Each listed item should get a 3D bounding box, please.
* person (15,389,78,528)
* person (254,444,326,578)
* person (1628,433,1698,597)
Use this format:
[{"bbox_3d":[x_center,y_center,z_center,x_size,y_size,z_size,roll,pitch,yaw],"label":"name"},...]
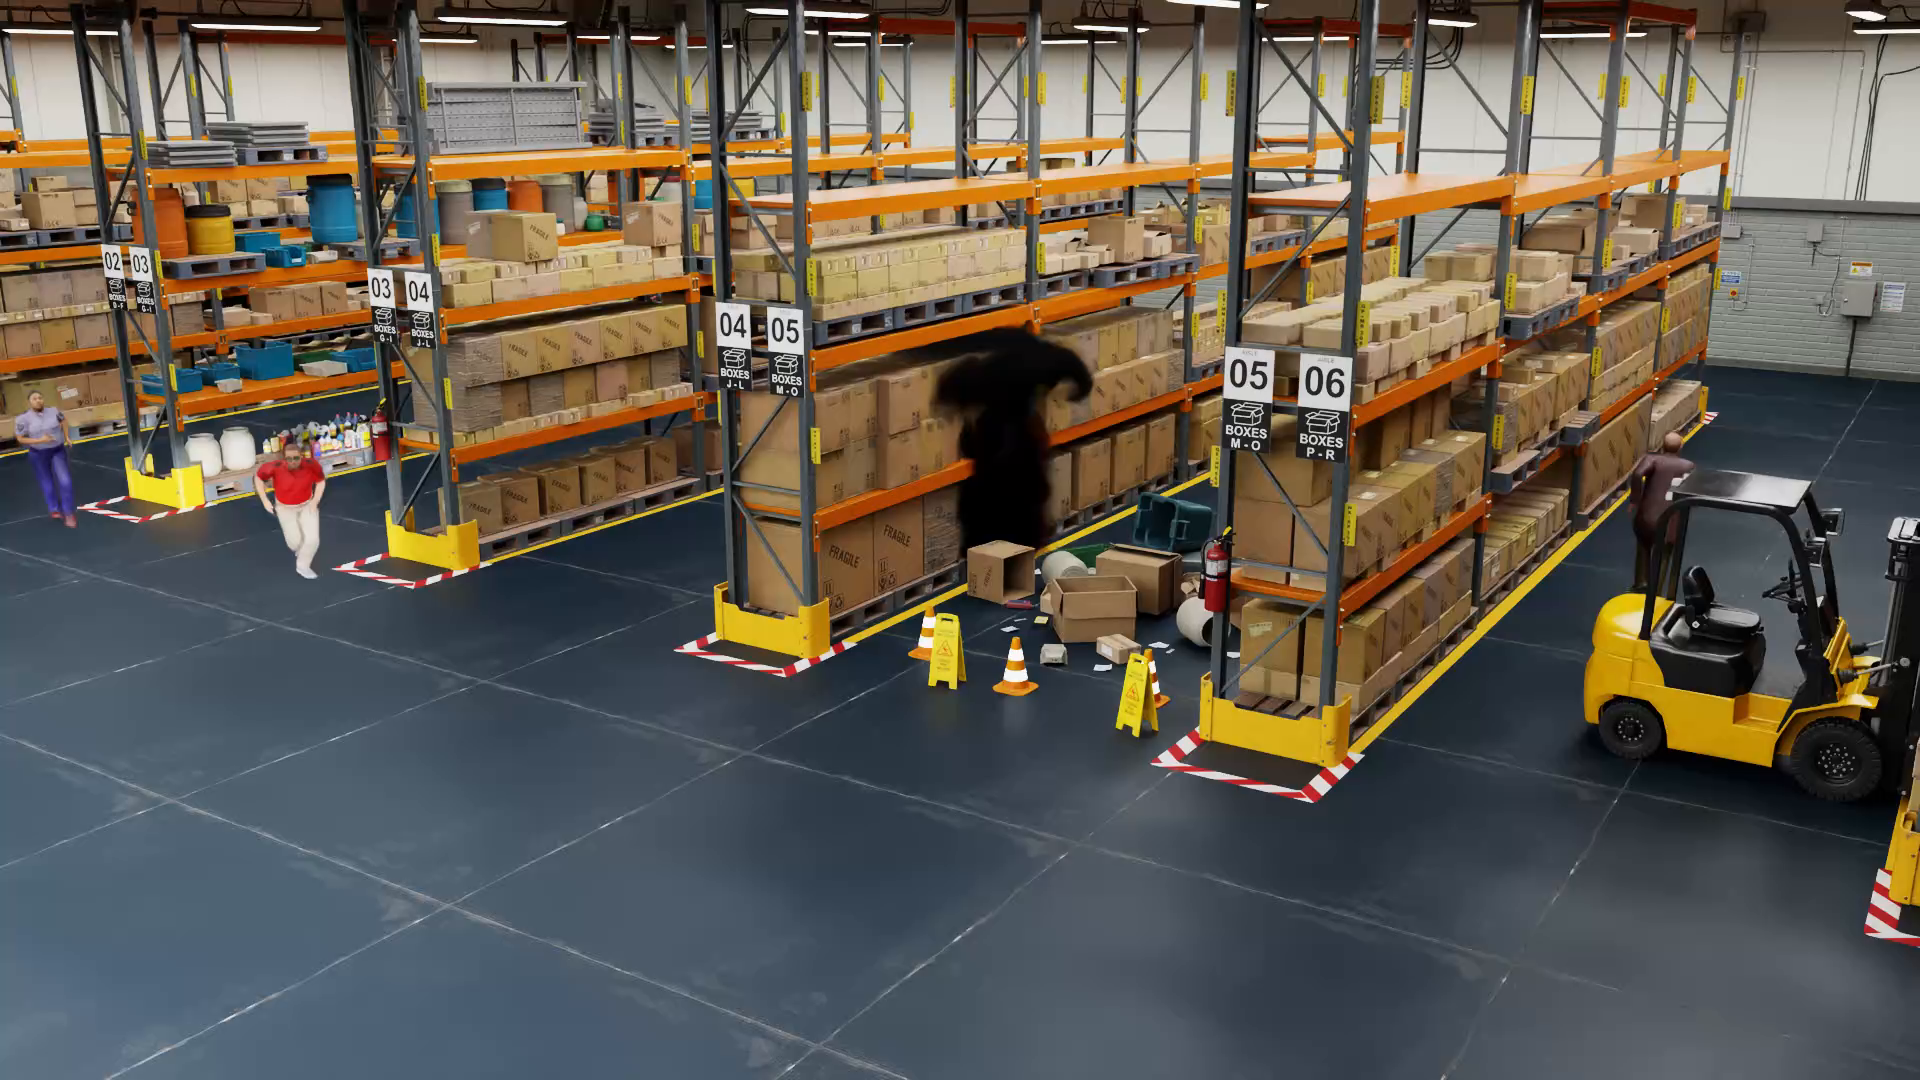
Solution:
[{"bbox_3d":[-10.803,-0.955,19.674,0.569,1.692,0.691,-9,18,-31],"label":"person"},{"bbox_3d":[-7.044,-0.322,17.563,0.685,1.533,0.891,-7,17,-24],"label":"person"},{"bbox_3d":[7.039,-0.199,16.690,0.624,1.729,1.039,8,17,26],"label":"person"}]
